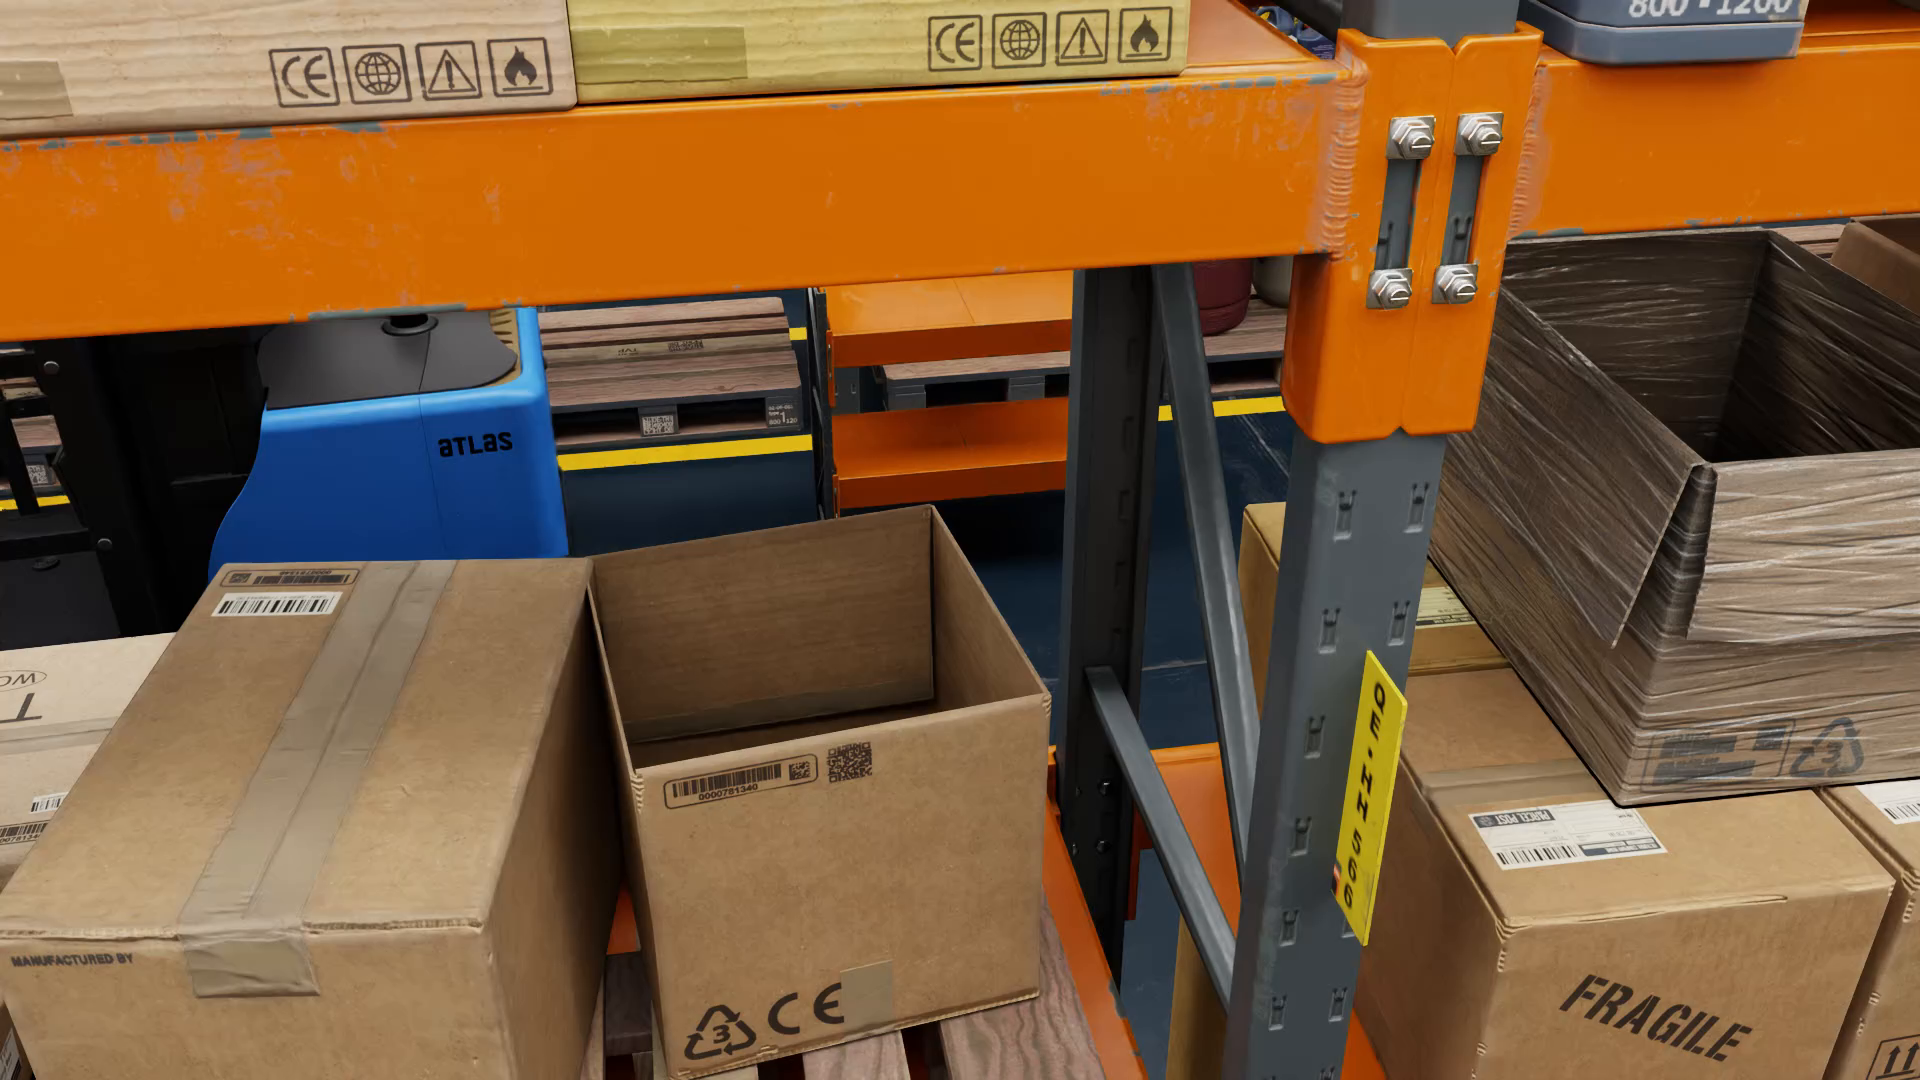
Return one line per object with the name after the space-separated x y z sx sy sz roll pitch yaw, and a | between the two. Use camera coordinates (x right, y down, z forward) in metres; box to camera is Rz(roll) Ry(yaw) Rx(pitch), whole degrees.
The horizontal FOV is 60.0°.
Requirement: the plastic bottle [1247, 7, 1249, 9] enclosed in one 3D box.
1.199 -2.301 7.319 0.133 0.283 0.061 -5 31 -9 | plastic bottle

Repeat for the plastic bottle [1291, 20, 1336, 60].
1.435 -1.995 6.732 0.185 0.351 0.144 -5 31 -9 | plastic bottle

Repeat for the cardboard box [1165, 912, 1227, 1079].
1.004 1.153 3.011 0.875 0.875 1.225 -7 31 -11 | cardboard box

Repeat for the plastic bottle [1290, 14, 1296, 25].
1.417 -2.264 7.267 0.097 0.271 0.097 0 30 0 | plastic bottle

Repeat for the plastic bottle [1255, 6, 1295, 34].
1.276 -2.058 6.840 0.185 0.351 0.144 -5 31 -9 | plastic bottle

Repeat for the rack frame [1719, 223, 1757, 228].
3.364 -2.364 7.310 0.127 3.000 1.000 -5 31 -9 | rack frame

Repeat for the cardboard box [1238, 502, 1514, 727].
0.762 0.259 2.751 0.500 0.500 0.500 -4 31 -7 | cardboard box

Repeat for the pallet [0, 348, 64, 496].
-3.740 -0.522 6.930 1.213 0.211 1.003 -5 31 -9 | pallet

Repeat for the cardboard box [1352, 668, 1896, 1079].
0.849 0.519 2.309 0.500 0.500 0.500 -4 31 -7 | cardboard box

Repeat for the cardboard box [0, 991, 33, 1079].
-1.270 0.635 1.929 0.258 0.266 0.396 -6 31 -10 | cardboard box

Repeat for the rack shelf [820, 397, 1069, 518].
0.007 -0.275 6.090 1.000 0.278 0.538 -5 31 -9 | rack shelf

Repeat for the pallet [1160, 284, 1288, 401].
1.395 -0.999 7.740 1.213 0.211 1.003 -5 31 -9 | pallet

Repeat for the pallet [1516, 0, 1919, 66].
0.945 -0.826 1.922 1.003 0.211 1.213 -4 31 -7 | pallet

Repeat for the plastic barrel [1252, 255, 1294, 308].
1.558 -1.359 7.643 0.421 0.512 0.421 0 30 0 | plastic barrel

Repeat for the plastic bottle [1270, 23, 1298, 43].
1.278 -1.950 6.729 0.135 0.276 0.152 -5 31 -9 | plastic bottle

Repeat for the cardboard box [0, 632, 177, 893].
-1.368 0.393 2.356 0.500 0.250 0.500 -6 31 -10 | cardboard box

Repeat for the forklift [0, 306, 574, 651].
-2.803 -0.838 4.783 3.031 2.935 1.130 -8 31 -13 | forklift

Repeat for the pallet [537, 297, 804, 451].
-1.340 -0.745 7.309 1.213 0.211 1.003 -5 31 -9 | pallet

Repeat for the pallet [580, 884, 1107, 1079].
-0.360 0.672 2.337 1.003 0.211 1.213 -5 31 -9 | pallet

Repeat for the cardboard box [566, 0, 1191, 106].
-0.102 -0.592 1.486 0.500 0.250 0.500 -5 31 -9 | cardboard box

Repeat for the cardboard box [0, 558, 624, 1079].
-0.733 0.417 2.069 0.500 0.500 0.700 -1 30 -2 | cardboard box

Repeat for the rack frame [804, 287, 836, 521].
-0.493 -0.439 5.887 0.032 1.125 0.500 -5 31 -9 | rack frame

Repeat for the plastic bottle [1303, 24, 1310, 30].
1.582 -2.353 7.420 0.097 0.271 0.097 0 30 0 | plastic bottle

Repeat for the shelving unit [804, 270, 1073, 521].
0.007 -0.486 5.966 1.048 1.125 0.538 -5 31 -9 | shelving unit

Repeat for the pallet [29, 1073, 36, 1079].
-1.618 0.755 2.196 1.213 0.211 1.003 -5 31 -9 | pallet

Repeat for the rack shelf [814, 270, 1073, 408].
0.007 -0.738 5.818 1.000 0.278 0.538 -5 31 -9 | rack shelf

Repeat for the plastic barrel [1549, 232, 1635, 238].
2.826 -1.599 7.666 0.708 0.901 0.600 -5 31 -9 | plastic barrel

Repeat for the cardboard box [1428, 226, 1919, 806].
1.044 -0.063 2.310 0.637 0.503 0.797 -4 31 -7 | cardboard box

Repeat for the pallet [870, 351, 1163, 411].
0.197 -0.889 7.554 1.213 0.211 1.003 -5 31 -9 | pallet

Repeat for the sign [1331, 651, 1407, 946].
0.429 0.276 1.758 0.005 0.325 0.100 -5 31 -9 | sign

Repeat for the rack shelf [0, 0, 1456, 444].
-1.646 -0.329 1.601 4.000 0.370 1.077 -5 31 -9 | rack shelf

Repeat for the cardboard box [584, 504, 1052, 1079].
-0.202 0.316 2.240 0.500 0.500 0.500 -9 32 -15 | cardboard box

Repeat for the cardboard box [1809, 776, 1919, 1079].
1.356 0.471 2.391 0.500 0.500 0.500 -6 31 -10 | cardboard box

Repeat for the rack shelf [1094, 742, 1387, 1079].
2.289 0.598 2.983 4.000 0.370 1.077 -5 31 -9 | rack shelf

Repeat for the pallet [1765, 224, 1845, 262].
4.080 -1.248 8.164 1.213 0.211 1.003 -5 31 -9 | pallet

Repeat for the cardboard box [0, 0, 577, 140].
-0.588 -0.540 1.397 0.500 0.250 0.500 -5 31 -9 | cardboard box

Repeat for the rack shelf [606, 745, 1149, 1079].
-1.646 0.964 2.362 4.000 0.370 1.077 -5 31 -9 | rack shelf

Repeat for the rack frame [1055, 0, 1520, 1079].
0.322 0.473 2.487 0.053 2.616 0.949 -5 31 -9 | rack frame

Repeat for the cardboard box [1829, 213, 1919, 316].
1.685 -0.121 2.409 0.637 0.503 0.797 -5 31 -8 | cardboard box

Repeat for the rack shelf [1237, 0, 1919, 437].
2.289 -0.695 2.222 4.000 0.370 1.077 -5 31 -9 | rack shelf

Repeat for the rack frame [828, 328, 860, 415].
-0.571 -1.998 6.689 0.127 3.000 1.000 -5 31 -9 | rack frame

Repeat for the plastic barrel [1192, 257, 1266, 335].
1.018 -1.296 7.460 0.708 0.588 0.600 -5 31 -9 | plastic barrel

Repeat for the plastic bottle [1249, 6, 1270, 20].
1.352 -2.354 7.343 0.185 0.351 0.144 -5 31 -9 | plastic bottle

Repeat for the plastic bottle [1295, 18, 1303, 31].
1.486 -2.344 7.405 0.097 0.271 0.097 0 30 0 | plastic bottle
